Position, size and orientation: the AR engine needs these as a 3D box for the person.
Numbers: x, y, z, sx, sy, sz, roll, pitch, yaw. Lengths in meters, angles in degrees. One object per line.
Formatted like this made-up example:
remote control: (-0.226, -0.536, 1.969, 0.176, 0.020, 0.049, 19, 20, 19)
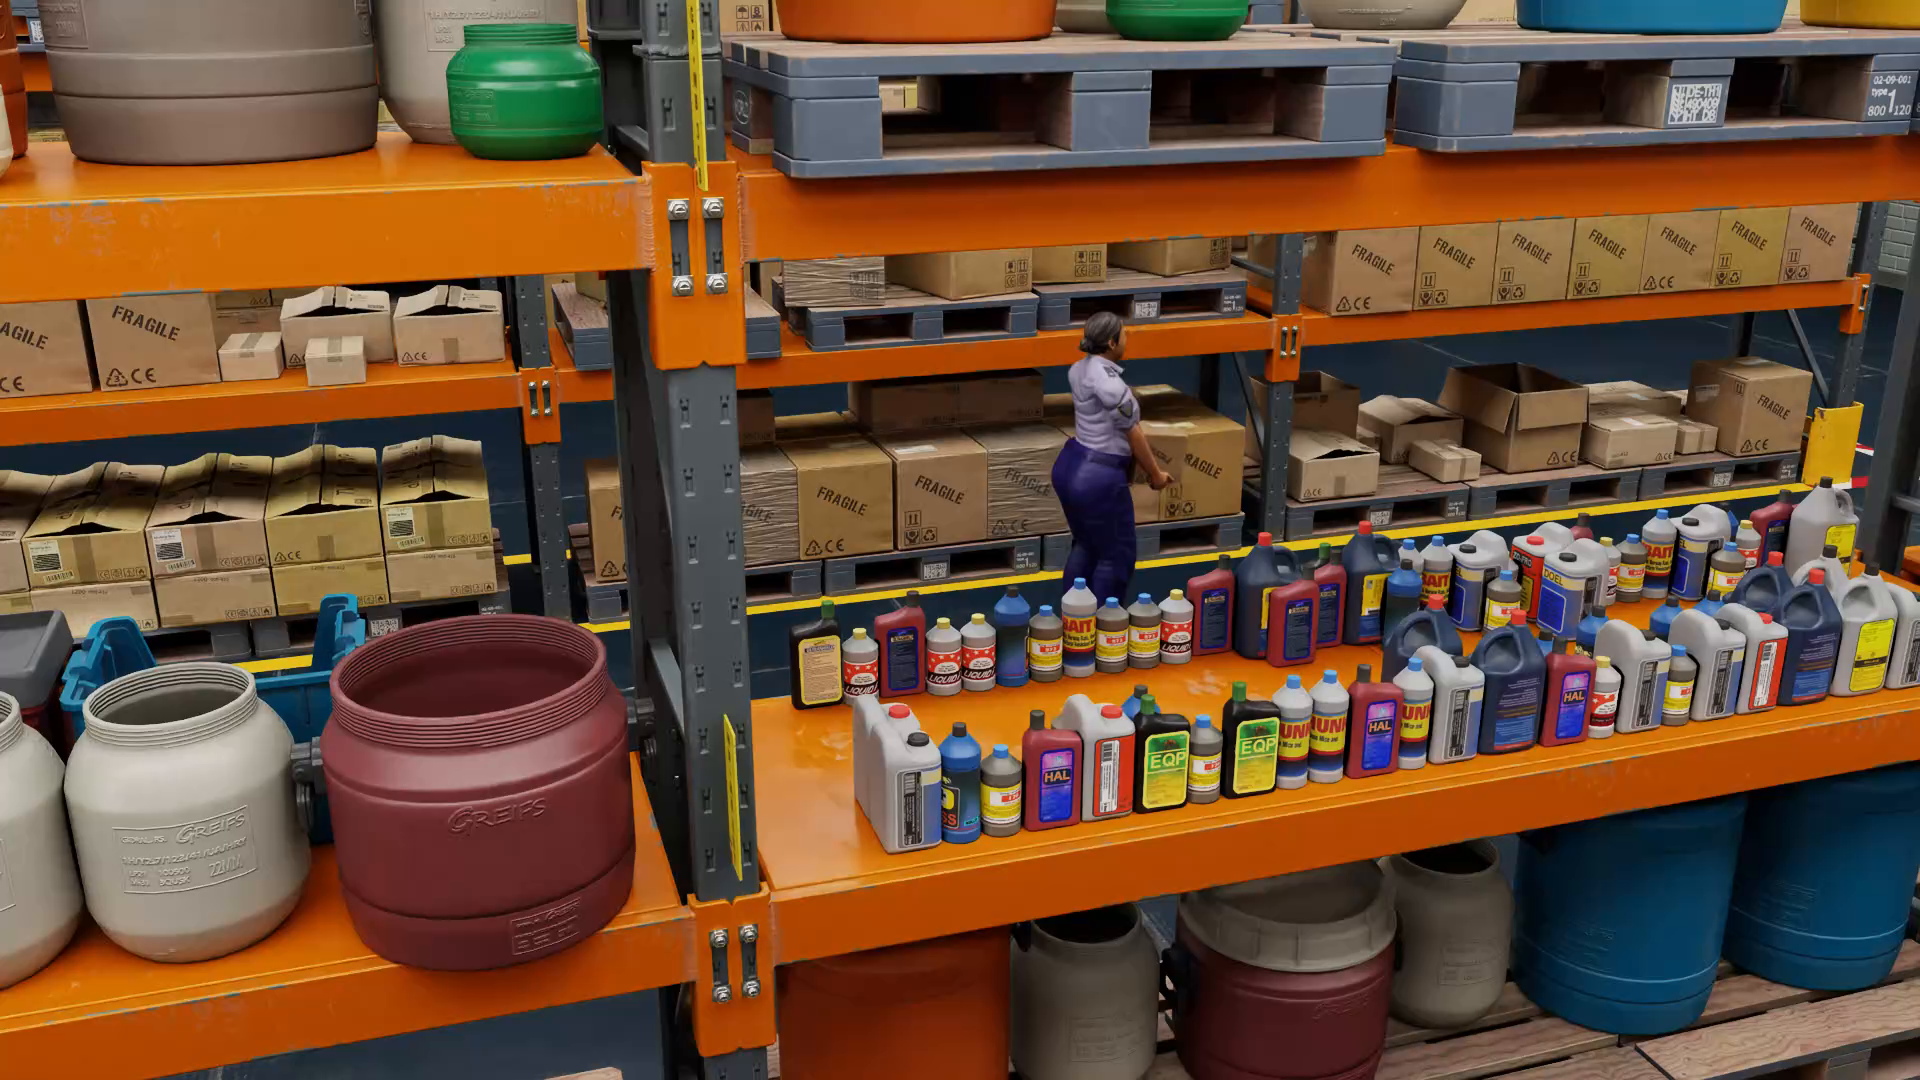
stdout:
person: (0.731, -0.273, 7.906, 0.499, 1.632, 0.434, -7, 20, -18)
